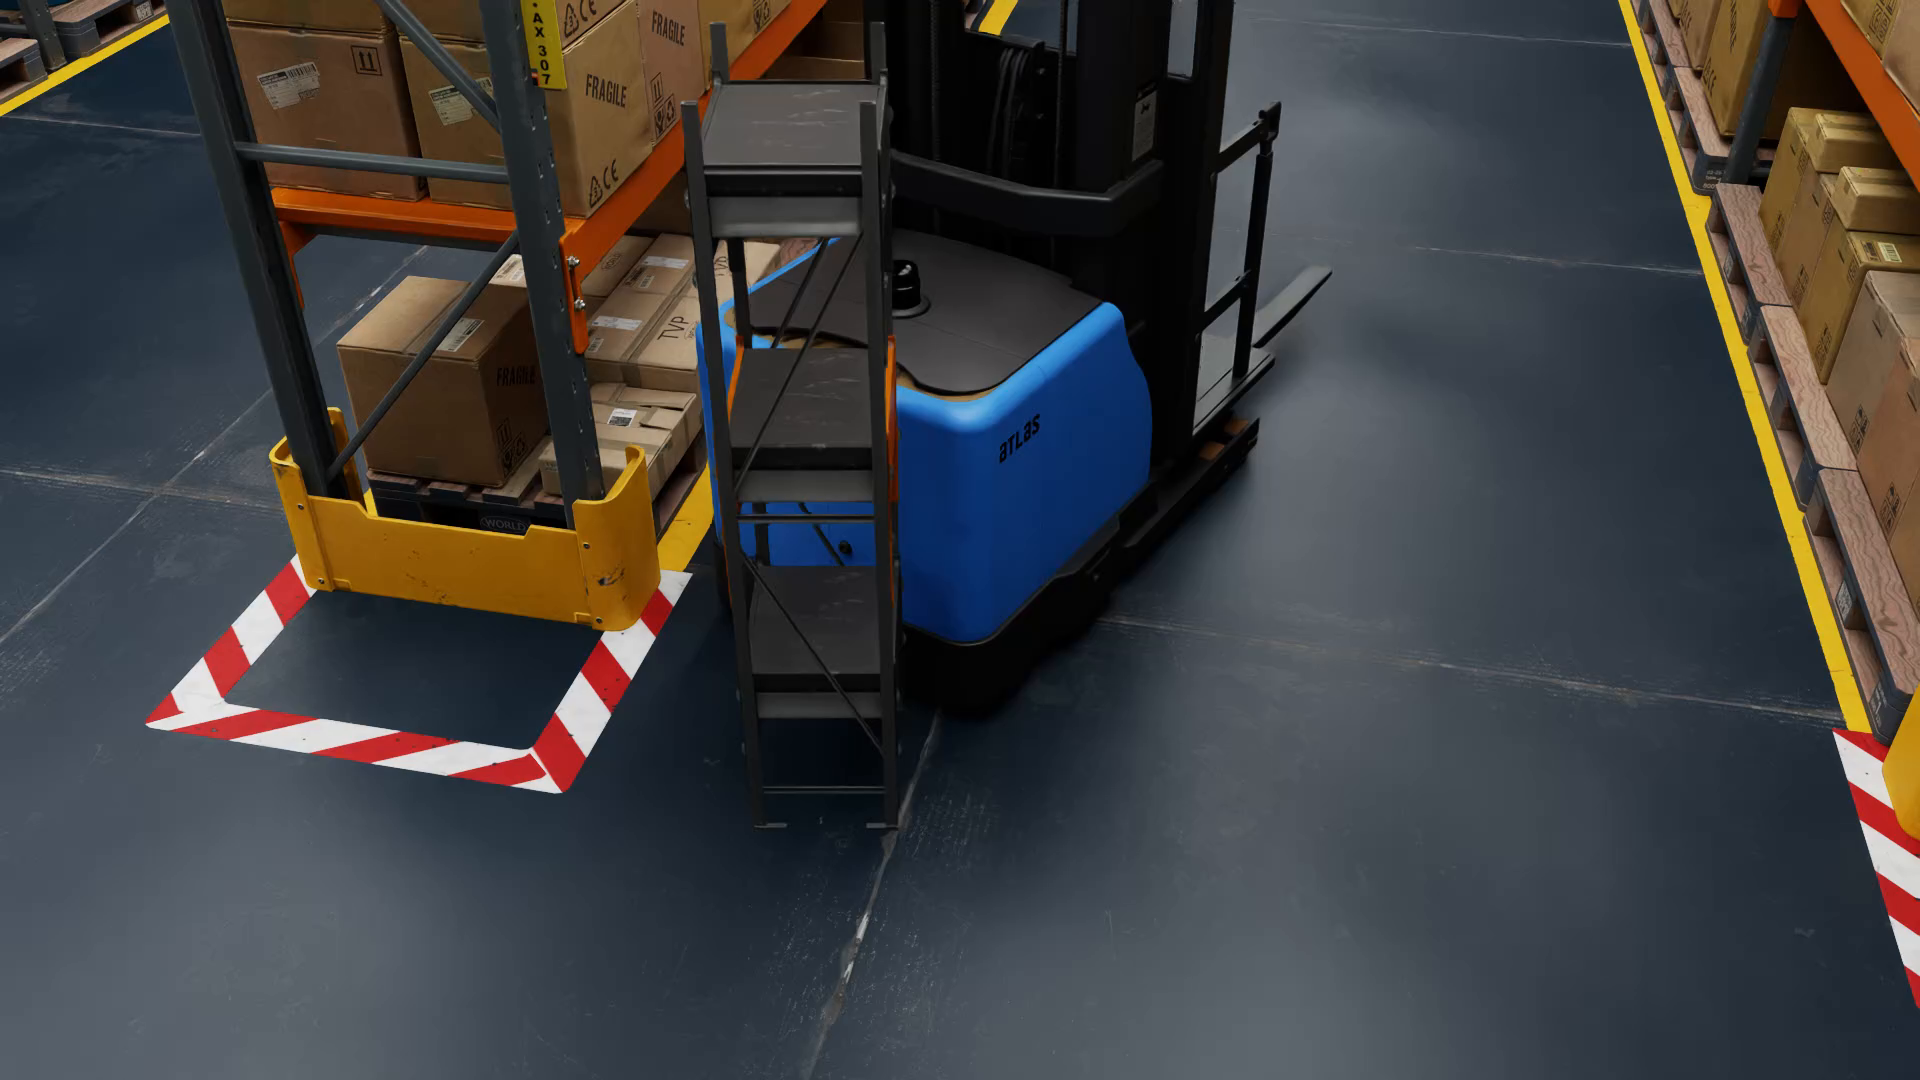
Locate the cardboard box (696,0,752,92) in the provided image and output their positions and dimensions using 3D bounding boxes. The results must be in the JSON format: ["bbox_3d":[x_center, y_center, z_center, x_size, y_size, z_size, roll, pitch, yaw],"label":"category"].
[{"bbox_3d":[-1.045,-1.886,5.711,0.500,0.500,0.500,7,37,10],"label":"cardboard box"}]

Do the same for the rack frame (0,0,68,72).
[{"bbox_3d":[-5.596,-3.957,8.653,1.000,3.000,0.127,7,37,10],"label":"rack frame"}]

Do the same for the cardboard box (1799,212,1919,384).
[{"bbox_3d":[3.600,-0.876,6.174,0.700,0.500,0.500,8,37,11],"label":"cardboard box"}]

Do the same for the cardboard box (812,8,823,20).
[{"bbox_3d":[-0.932,-2.819,8.838,0.500,0.500,0.500,7,37,10],"label":"cardboard box"}]

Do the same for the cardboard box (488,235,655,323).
[{"bbox_3d":[-1.504,-0.989,6.527,0.500,0.250,0.500,7,37,10],"label":"cardboard box"}]

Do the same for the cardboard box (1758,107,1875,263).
[{"bbox_3d":[3.822,-1.457,6.977,0.700,0.500,0.500,8,37,11],"label":"cardboard box"}]

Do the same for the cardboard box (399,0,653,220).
[{"bbox_3d":[-1.260,-1.302,4.906,0.500,0.500,0.500,8,37,11],"label":"cardboard box"}]

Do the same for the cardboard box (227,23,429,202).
[{"bbox_3d":[-1.782,-1.372,5.002,0.500,0.500,0.500,8,37,11],"label":"cardboard box"}]

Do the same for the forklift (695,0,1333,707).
[{"bbox_3d":[0.445,-1.517,5.345,1.130,2.935,3.031,21,41,26],"label":"forklift"}]

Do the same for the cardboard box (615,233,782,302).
[{"bbox_3d":[-1.005,-0.955,6.480,0.500,0.250,0.500,7,37,10],"label":"cardboard box"}]

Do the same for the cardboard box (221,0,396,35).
[{"bbox_3d":[-1.786,-1.776,4.707,0.500,0.500,0.500,7,37,10],"label":"cardboard box"}]

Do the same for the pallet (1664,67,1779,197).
[{"bbox_3d":[4.174,-2.038,8.382,1.003,0.211,1.213,7,37,10],"label":"pallet"}]

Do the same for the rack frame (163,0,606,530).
[{"bbox_3d":[-1.612,-1.041,4.630,1.000,3.000,0.127,7,37,10],"label":"rack frame"}]

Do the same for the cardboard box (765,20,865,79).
[{"bbox_3d":[-0.602,-2.138,7.899,0.500,0.500,0.500,7,37,10],"label":"cardboard box"}]

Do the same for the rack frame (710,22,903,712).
[{"bbox_3d":[-0.372,-0.333,4.421,0.400,2.100,0.015,0,36,0],"label":"rack frame"}]

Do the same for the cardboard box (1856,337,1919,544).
[{"bbox_3d":[3.387,-0.280,5.353,0.700,0.500,0.500,7,37,10],"label":"cardboard box"}]

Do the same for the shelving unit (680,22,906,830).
[{"bbox_3d":[-0.372,-0.190,4.223,0.431,2.100,0.503,0,36,0],"label":"shelving unit"}]

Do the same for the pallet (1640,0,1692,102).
[{"bbox_3d":[4.432,-2.739,9.350,1.003,0.211,1.213,7,37,10],"label":"pallet"}]

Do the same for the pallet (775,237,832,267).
[{"bbox_3d":[-1.164,-1.110,7.101,1.003,0.211,1.213,7,37,10],"label":"pallet"}]

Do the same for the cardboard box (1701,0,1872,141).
[{"bbox_3d":[4.094,-2.404,7.984,0.750,0.750,0.750,8,37,11],"label":"cardboard box"}]

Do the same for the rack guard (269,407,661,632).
[{"bbox_3d":[-1.596,-0.072,5.423,1.175,0.500,0.348,7,37,10],"label":"rack guard"}]

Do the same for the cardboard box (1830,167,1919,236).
[{"bbox_3d":[3.460,-1.247,6.134,0.380,0.149,0.250,6,36,9],"label":"cardboard box"}]

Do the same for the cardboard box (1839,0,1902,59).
[{"bbox_3d":[3.789,-2.110,5.849,0.980,0.700,0.700,6,36,9],"label":"cardboard box"}]

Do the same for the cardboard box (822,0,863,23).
[{"bbox_3d":[-0.416,-2.747,8.739,0.500,0.500,0.500,6,36,8],"label":"cardboard box"}]

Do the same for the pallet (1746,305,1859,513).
[{"bbox_3d":[3.585,-0.458,6.202,1.003,0.211,1.213,7,37,10],"label":"pallet"}]

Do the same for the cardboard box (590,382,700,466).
[{"bbox_3d":[-1.134,-0.412,5.802,0.380,0.166,0.250,7,37,10],"label":"cardboard box"}]

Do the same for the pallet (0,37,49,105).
[{"bbox_3d":[-5.715,-2.401,8.883,1.003,0.211,1.213,7,37,10],"label":"pallet"}]

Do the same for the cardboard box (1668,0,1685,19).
[{"bbox_3d":[4.458,-3.401,9.361,0.750,0.750,0.750,7,37,10],"label":"cardboard box"}]

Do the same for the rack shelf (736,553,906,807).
[{"bbox_3d":[-0.372,0.388,4.642,0.431,0.518,0.480,0,36,0],"label":"rack shelf"}]

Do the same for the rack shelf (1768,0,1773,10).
[{"bbox_3d":[4.510,-3.570,8.733,1.077,0.370,4.000,7,37,10],"label":"rack shelf"}]

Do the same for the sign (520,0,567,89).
[{"bbox_3d":[-1.082,-1.323,4.282,0.100,0.325,0.005,7,37,10],"label":"sign"}]
